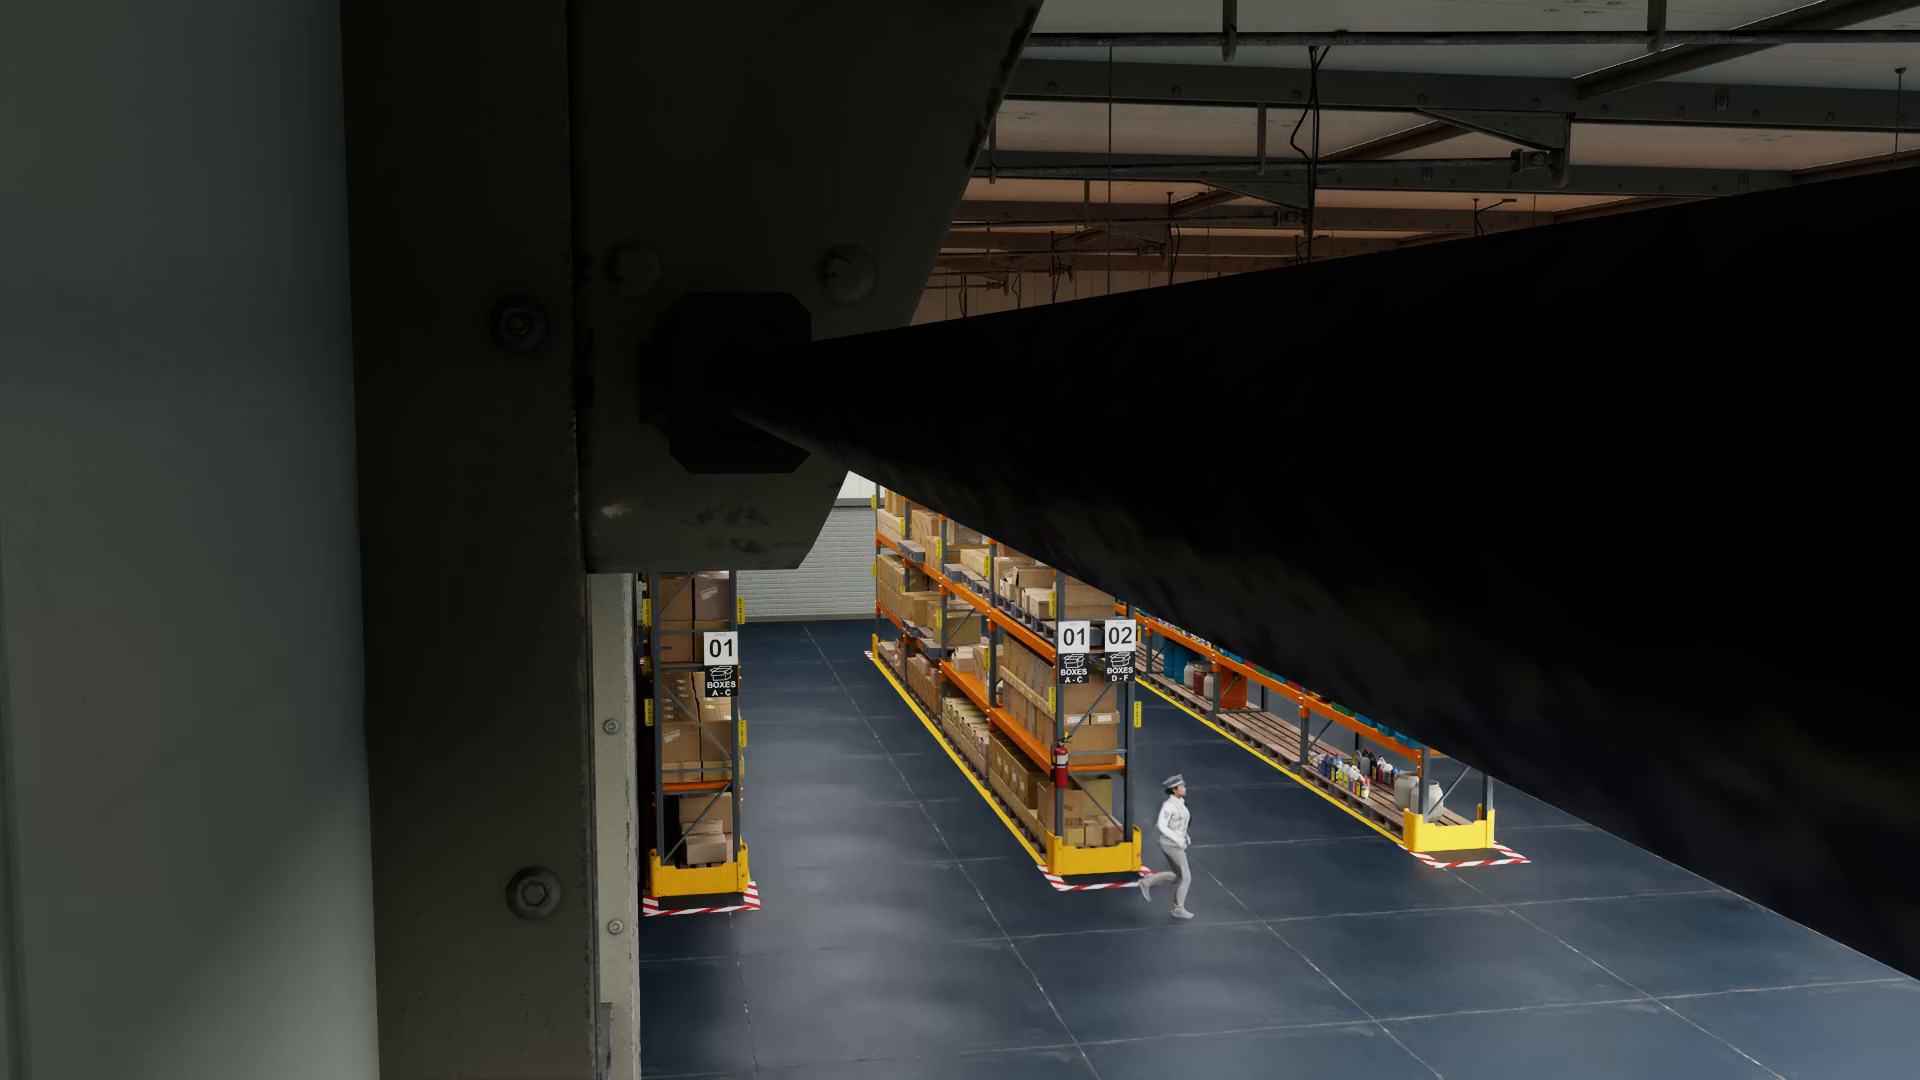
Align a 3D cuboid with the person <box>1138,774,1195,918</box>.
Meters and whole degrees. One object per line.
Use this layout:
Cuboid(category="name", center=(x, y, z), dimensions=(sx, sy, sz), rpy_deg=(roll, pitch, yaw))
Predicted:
Cuboid(category="person", center=(2.429, 3.541, 19.386), dimensions=(0.684, 1.672, 0.656), rpy_deg=(2, 6, 20))
